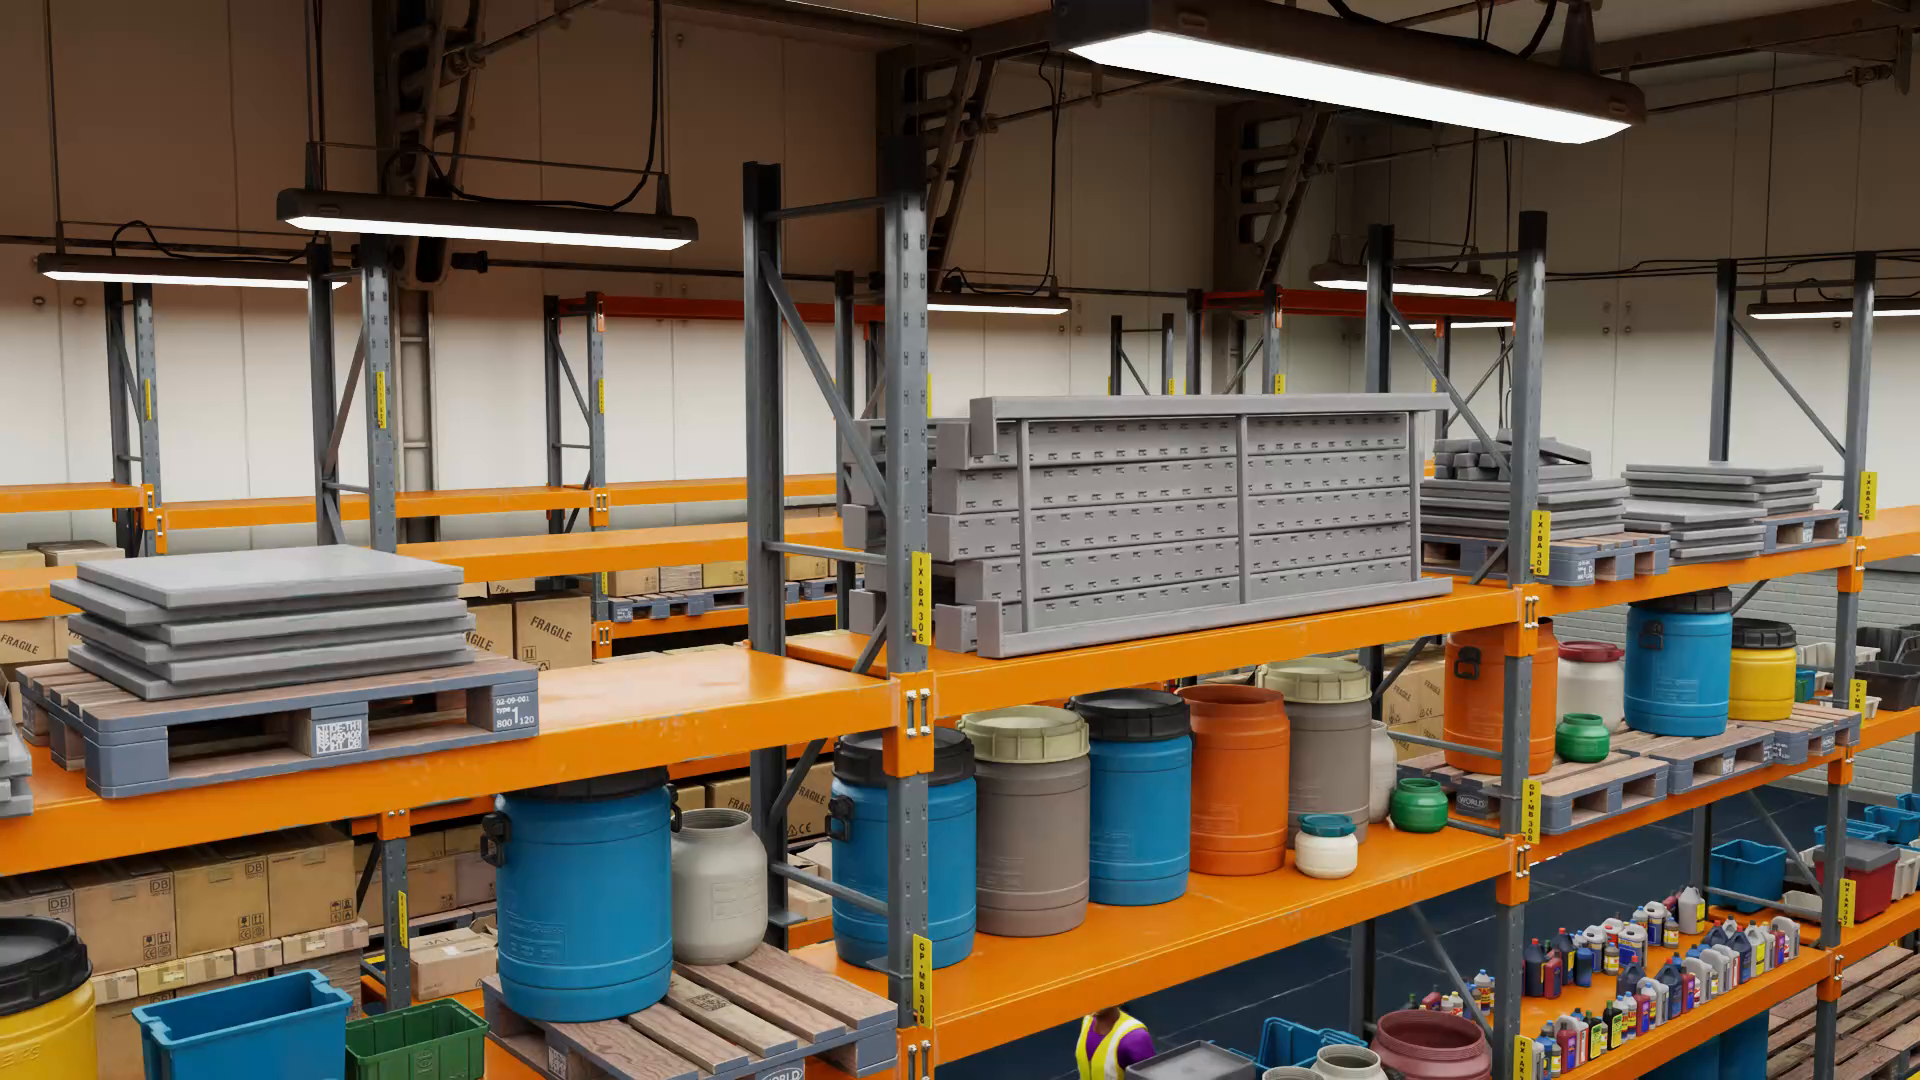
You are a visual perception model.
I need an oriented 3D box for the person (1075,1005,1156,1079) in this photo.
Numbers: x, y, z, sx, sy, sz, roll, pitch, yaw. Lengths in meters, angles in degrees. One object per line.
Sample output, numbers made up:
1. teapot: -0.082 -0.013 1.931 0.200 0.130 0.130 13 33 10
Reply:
1. person: 0.958 3.364 9.888 0.770 1.726 0.683 -4 7 -37
